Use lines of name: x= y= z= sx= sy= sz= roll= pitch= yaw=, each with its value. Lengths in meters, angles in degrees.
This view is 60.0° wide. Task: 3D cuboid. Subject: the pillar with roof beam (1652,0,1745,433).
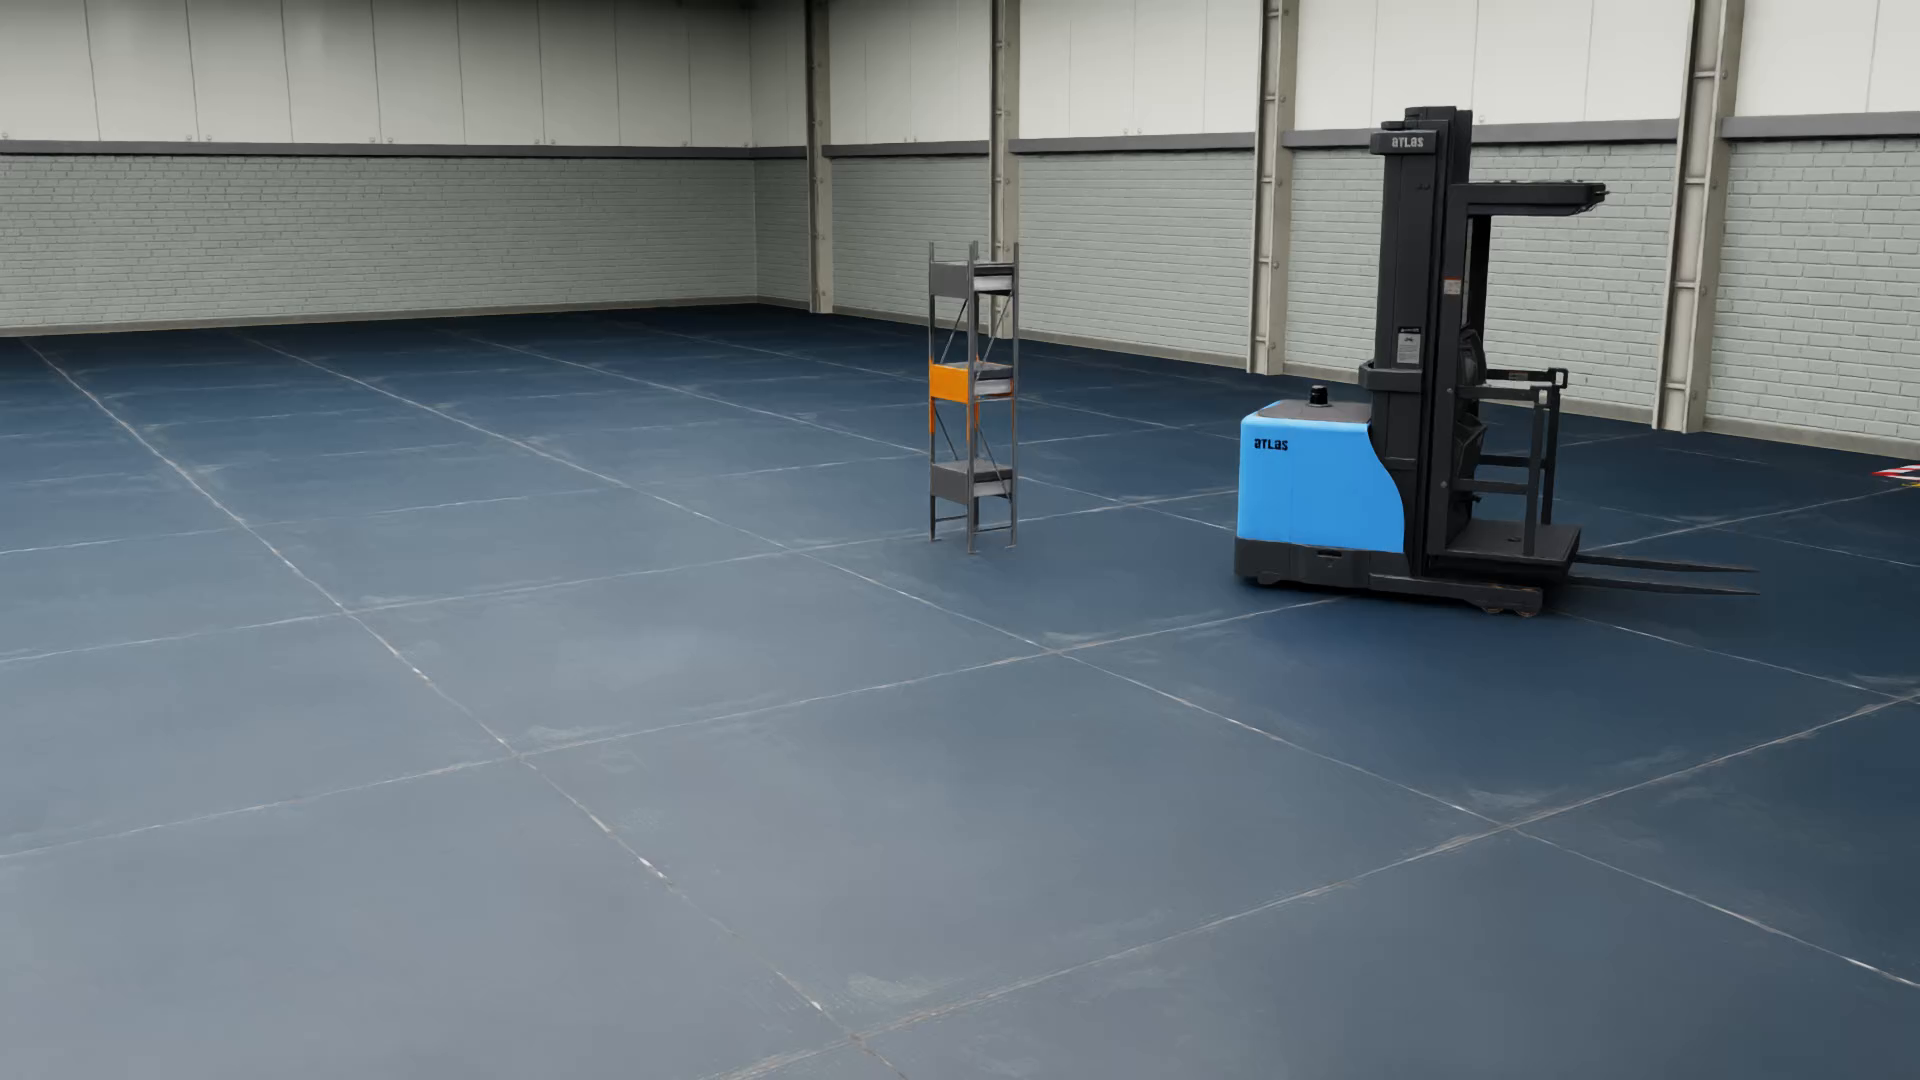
pillar with roof beam: x=3.759 y=-5.014 z=13.724 sx=9.100 sy=9.000 sz=0.400 roll=-8 pitch=15 yaw=-33

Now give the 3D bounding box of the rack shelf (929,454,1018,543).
rack shelf: x=0.092 y=-0.299 z=11.655 sx=0.431 sy=0.518 sz=0.480 roll=-8 pitch=15 yaw=-33

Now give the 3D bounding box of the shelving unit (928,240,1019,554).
shelving unit: x=0.092 y=-0.996 z=11.503 sx=0.431 sy=2.100 sz=0.503 roll=-8 pitch=15 yaw=-33

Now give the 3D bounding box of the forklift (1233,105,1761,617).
forklift: x=3.301 y=-1.109 z=10.072 sx=3.031 sy=2.935 sz=1.130 roll=6 pitch=14 yaw=24

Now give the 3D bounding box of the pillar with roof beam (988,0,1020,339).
pillar with roof beam: x=-2.889 y=-7.148 z=23.484 sx=9.100 sy=9.000 sz=0.400 roll=-8 pitch=15 yaw=-33

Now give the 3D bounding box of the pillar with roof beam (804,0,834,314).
pillar with roof beam: x=-6.214 y=-8.215 z=28.363 sx=9.100 sy=9.000 sz=0.400 roll=-8 pitch=15 yaw=-33

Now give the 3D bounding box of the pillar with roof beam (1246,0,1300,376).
pillar with roof beam: x=0.435 y=-6.081 z=18.604 sx=9.100 sy=9.000 sz=0.400 roll=-8 pitch=15 yaw=-33

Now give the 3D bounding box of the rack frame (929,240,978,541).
rack frame: x=-0.043 y=-1.040 z=11.701 sx=0.400 sy=2.100 sz=0.015 roll=-8 pitch=15 yaw=-33

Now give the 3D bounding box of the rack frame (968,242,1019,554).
rack frame: x=0.227 y=-0.953 z=11.304 sx=0.400 sy=2.100 sz=0.015 roll=-8 pitch=15 yaw=-33

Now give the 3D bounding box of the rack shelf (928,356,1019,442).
rack shelf: x=0.092 y=-0.983 z=11.506 sx=0.431 sy=0.518 sz=0.480 roll=-8 pitch=15 yaw=-33

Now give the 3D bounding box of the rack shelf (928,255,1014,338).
rack shelf: x=0.092 y=-1.667 z=11.356 sx=0.431 sy=0.518 sz=0.480 roll=-8 pitch=15 yaw=-33
